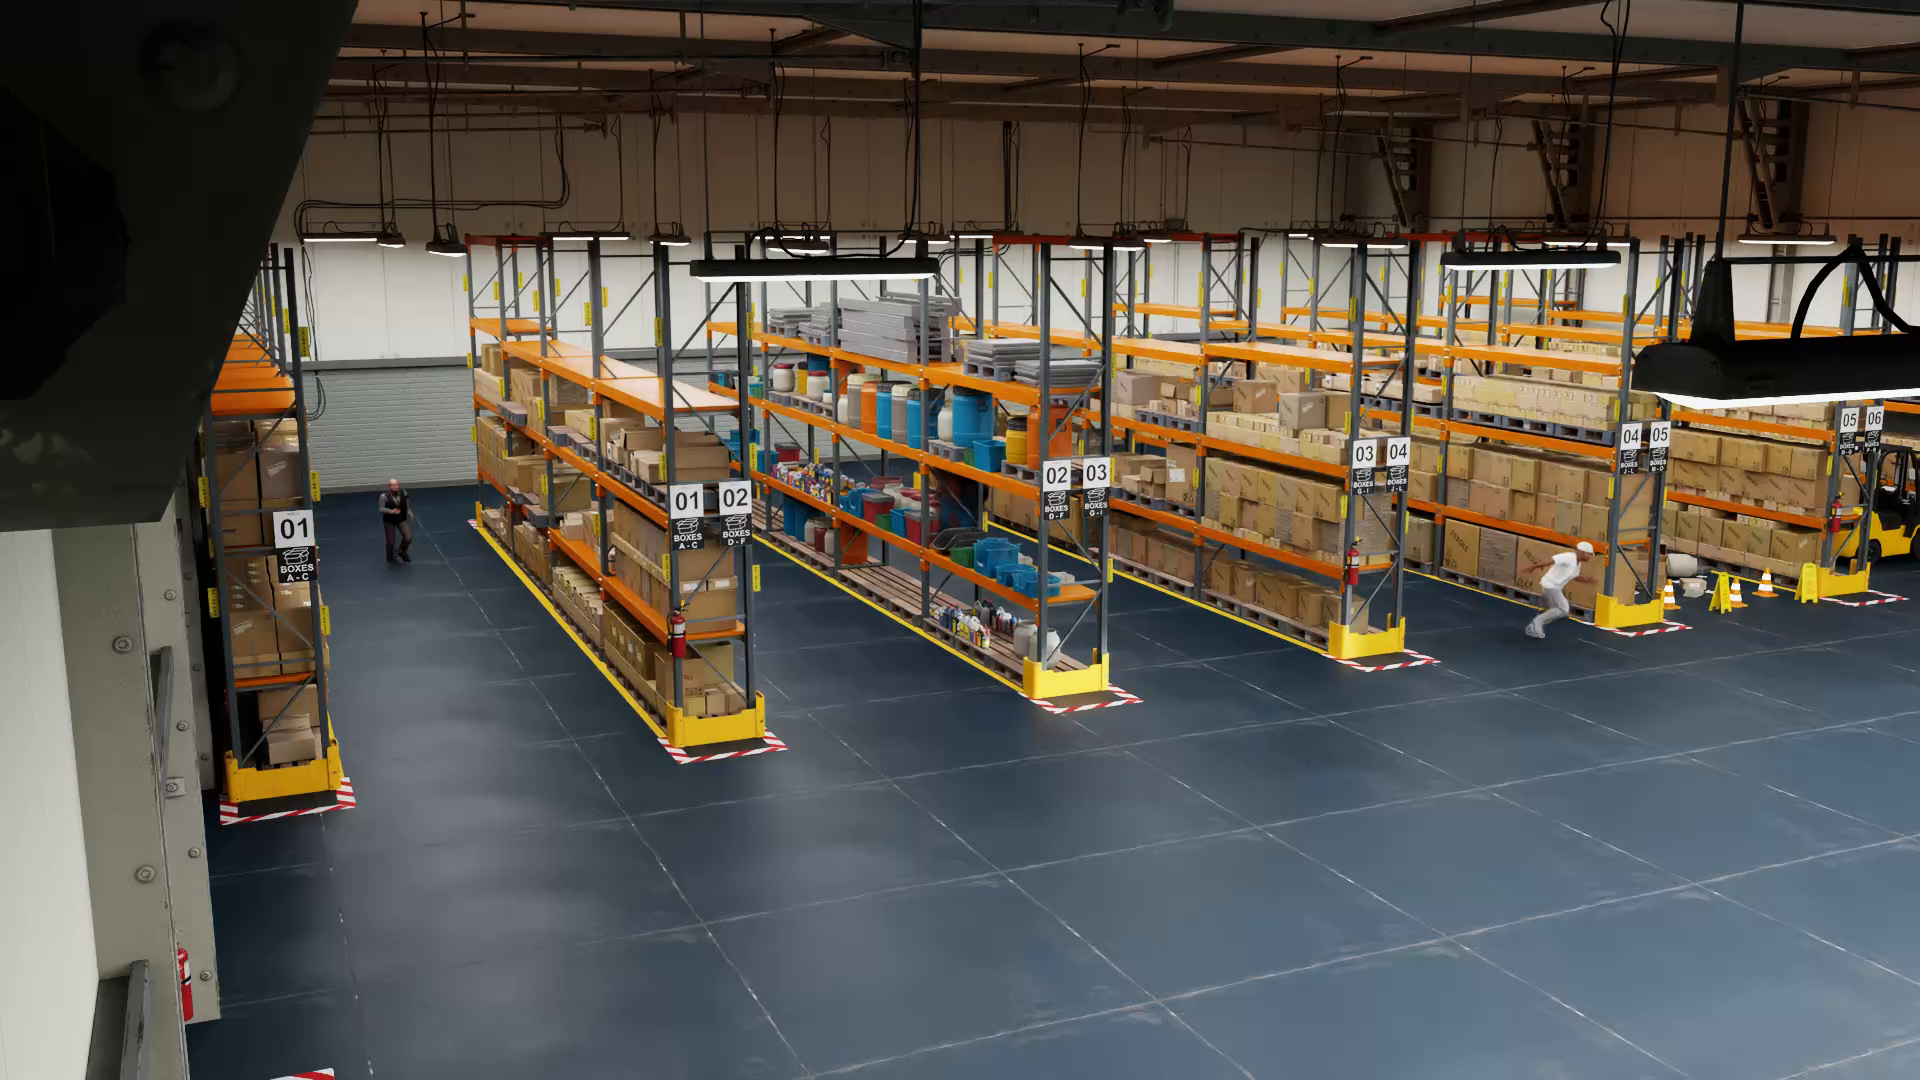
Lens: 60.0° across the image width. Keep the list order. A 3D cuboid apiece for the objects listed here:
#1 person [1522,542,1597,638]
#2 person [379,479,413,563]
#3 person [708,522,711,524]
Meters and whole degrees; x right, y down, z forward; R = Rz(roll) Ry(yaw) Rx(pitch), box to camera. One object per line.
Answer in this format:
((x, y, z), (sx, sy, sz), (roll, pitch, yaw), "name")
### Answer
((9.093, 0.753, 25.191), (1.010, 1.510, 0.733), (7, 13, 33), "person")
((-10.376, -0.345, 30.600), (0.662, 1.614, 0.910), (-8, 13, -35), "person")
((-4.474, 0.107, 28.225), (1.025, 1.374, 0.682), (10, 15, 42), "person")
